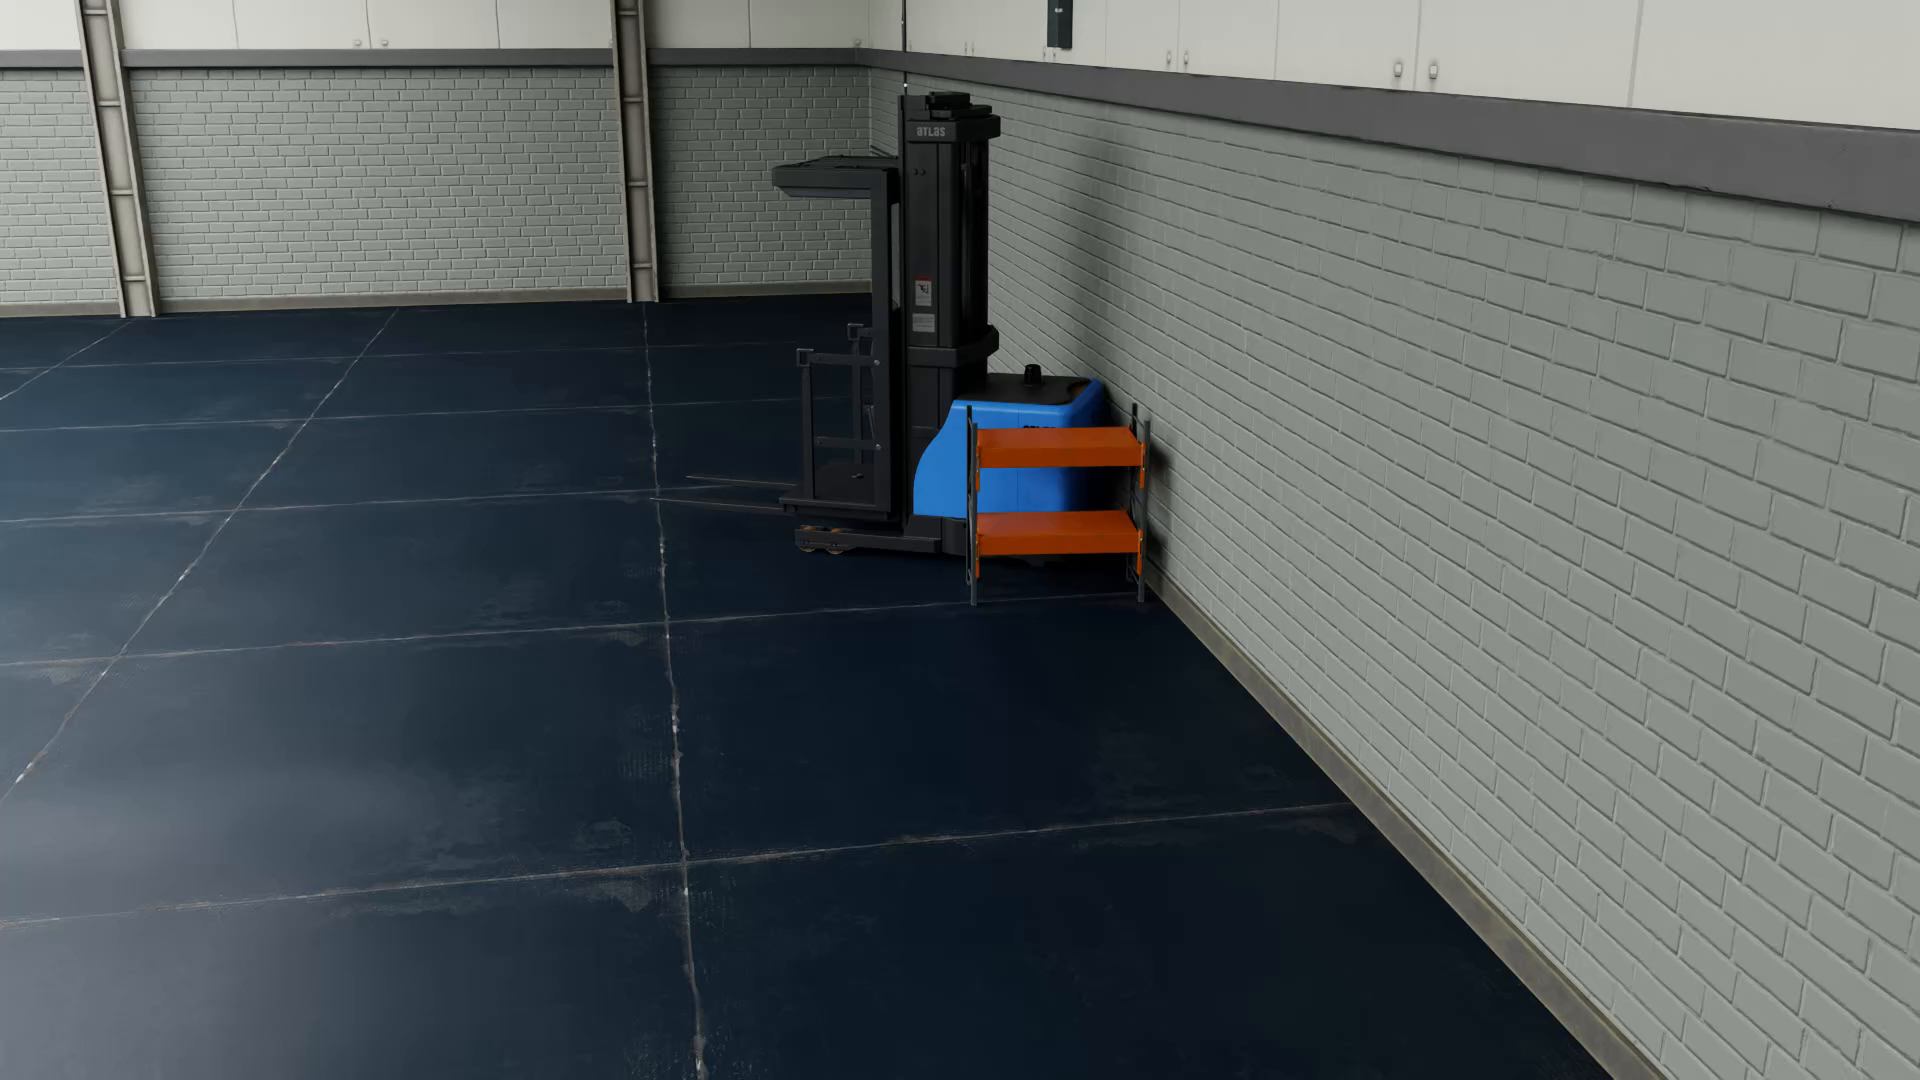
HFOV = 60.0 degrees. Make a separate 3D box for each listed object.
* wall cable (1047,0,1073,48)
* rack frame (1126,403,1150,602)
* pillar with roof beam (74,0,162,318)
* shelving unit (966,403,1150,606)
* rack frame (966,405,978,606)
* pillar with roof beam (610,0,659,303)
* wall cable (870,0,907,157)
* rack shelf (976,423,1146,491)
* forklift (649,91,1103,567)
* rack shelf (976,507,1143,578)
[{"bbox_3d":[0.871,-6.043,9.867,0.169,6.003,2.305,-3,17,-10],"label":"wall cable"},{"bbox_3d":[1.086,-0.233,10.154,0.032,1.125,0.500,-1,17,-3],"label":"rack frame"},{"bbox_3d":[-9.132,-5.797,14.858,0.400,9.000,9.100,-3,17,-10],"label":"pillar with roof beam"},{"bbox_3d":[0.579,-0.224,10.124,1.048,1.125,0.538,-1,17,-3],"label":"shelving unit"},{"bbox_3d":[0.071,-0.214,10.094,0.032,1.125,0.500,-1,17,-3],"label":"rack frame"},{"bbox_3d":[-3.241,-6.131,15.946,0.400,9.000,9.100,-3,17,-10],"label":"pillar with roof beam"},{"bbox_3d":[-0.914,-5.671,19.736,0.112,2.526,3.097,-3,17,-10],"label":"wall cable"},{"bbox_3d":[0.579,-0.503,10.038,1.000,0.278,0.538,-1,17,-3],"label":"rack shelf"},{"bbox_3d":[-0.600,-1.450,11.041,3.031,2.935,1.130,5,18,15],"label":"forklift"},{"bbox_3d":[0.579,0.010,10.196,1.000,0.278,0.538,-1,17,-3],"label":"rack shelf"}]
